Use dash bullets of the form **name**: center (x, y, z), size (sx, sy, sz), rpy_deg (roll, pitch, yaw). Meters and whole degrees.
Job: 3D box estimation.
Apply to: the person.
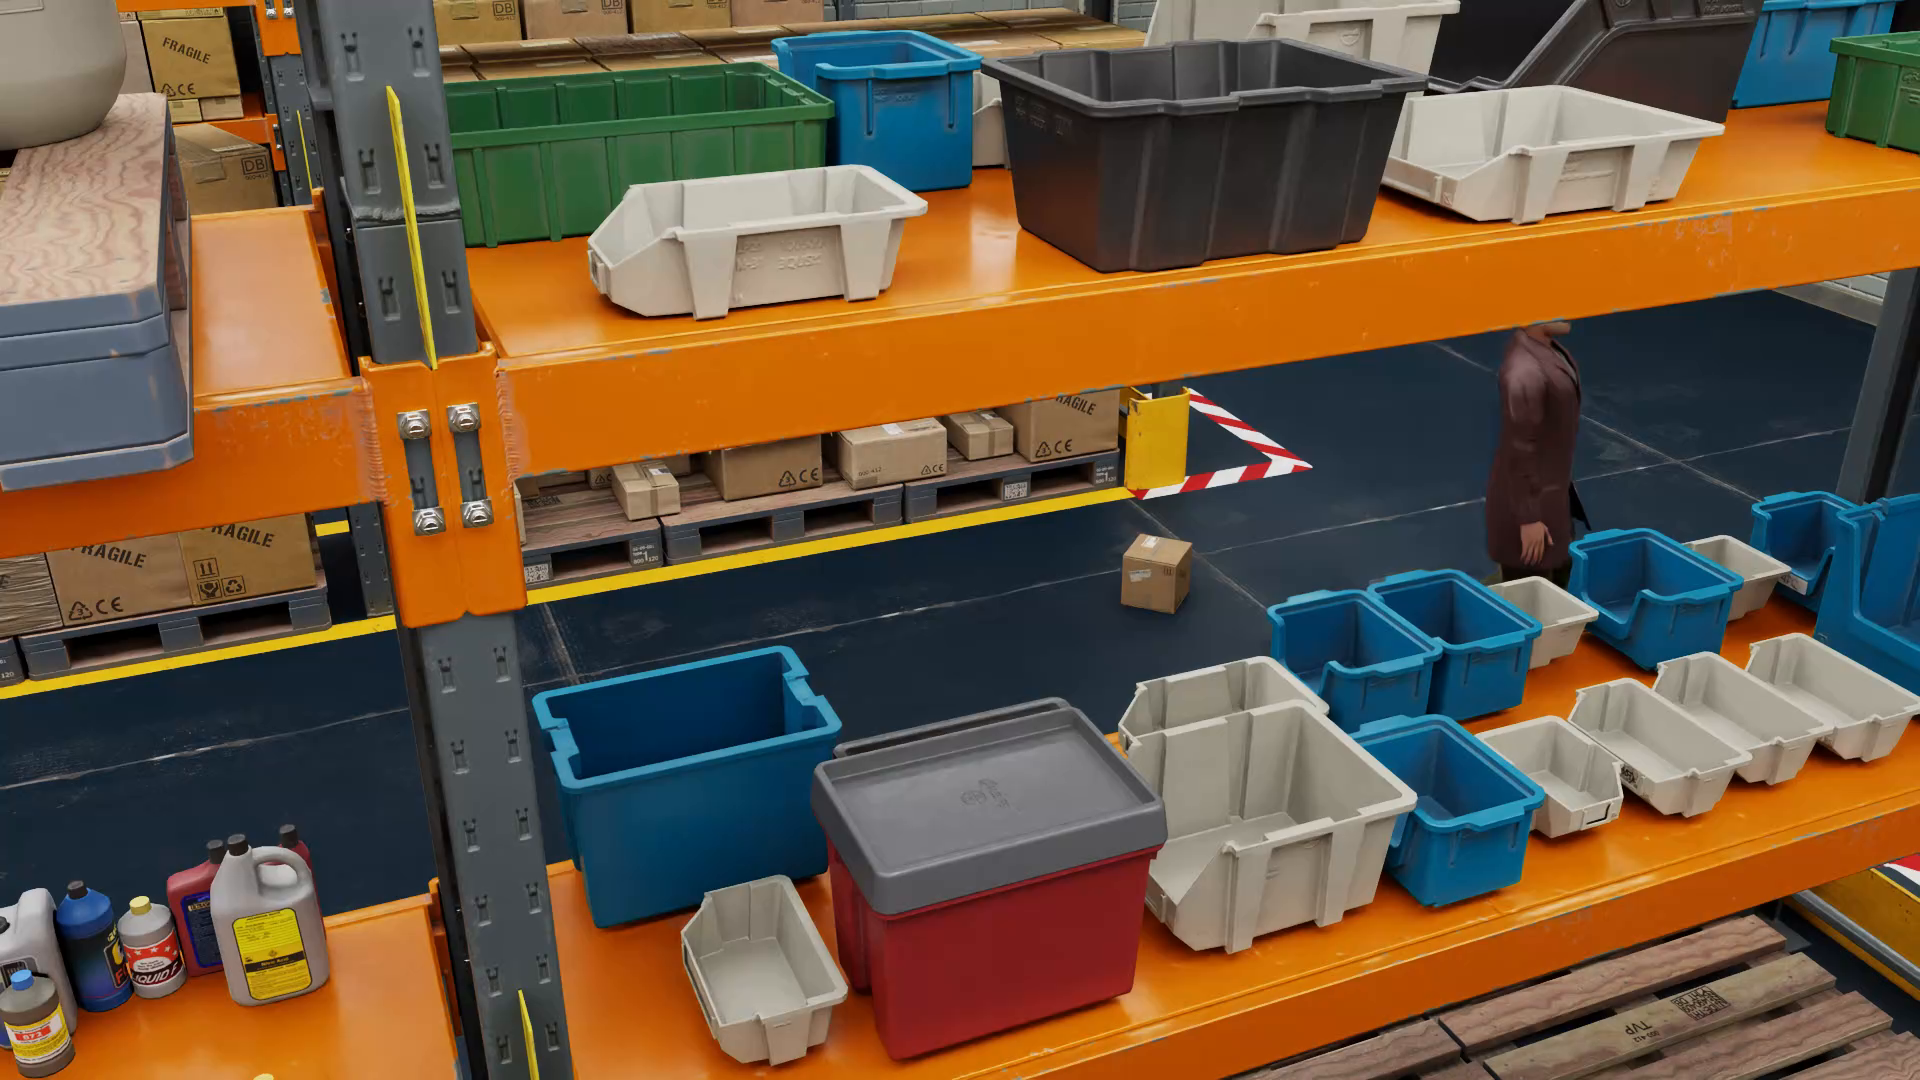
- **person**: center (2.177, -0.177, 6.444), size (0.573, 1.766, 0.596), rpy_deg (10, 27, 20)
